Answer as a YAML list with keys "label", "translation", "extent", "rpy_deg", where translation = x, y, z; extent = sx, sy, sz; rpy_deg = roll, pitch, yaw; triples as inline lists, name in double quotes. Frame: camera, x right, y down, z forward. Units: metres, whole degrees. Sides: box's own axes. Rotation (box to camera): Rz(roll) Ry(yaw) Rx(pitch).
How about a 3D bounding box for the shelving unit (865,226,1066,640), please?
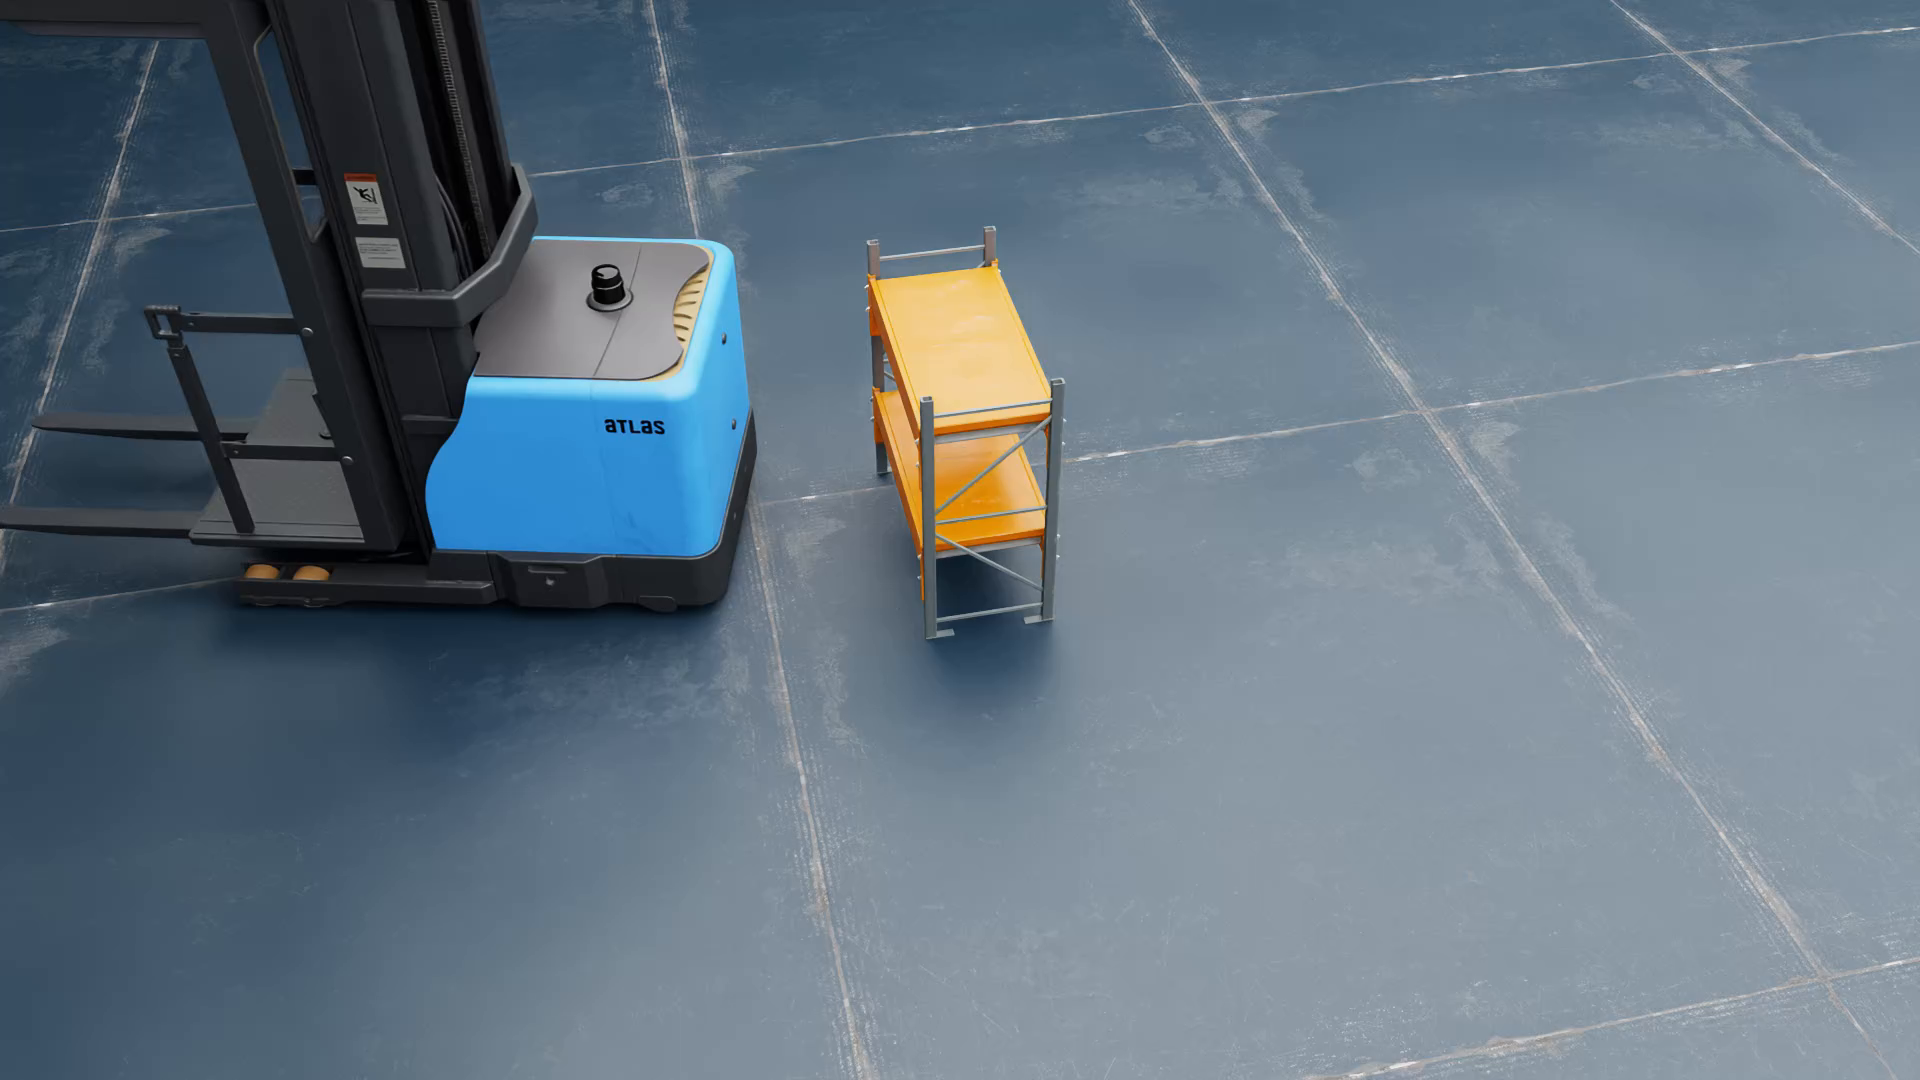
- label: "shelving unit"
  translation: [0.001, -0.416, 6.372]
  extent: [0.538, 1.125, 1.048]
  rpy_deg: [-8, 42, -9]

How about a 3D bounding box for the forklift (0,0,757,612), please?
- label: "forklift"
  translation: [-2.394, -1.183, 5.875]
  extent: [3.031, 2.935, 1.130]
  rpy_deg: [2, 42, 2]

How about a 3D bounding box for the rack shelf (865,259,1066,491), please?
- label: "rack shelf"
  translation: [0.001, -0.635, 6.177]
  extent: [0.538, 0.278, 1.000]
  rpy_deg: [-8, 42, -9]

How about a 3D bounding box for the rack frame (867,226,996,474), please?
- label: "rack frame"
  translation: [-0.108, -0.746, 6.743]
  extent: [0.500, 1.125, 0.032]
  rpy_deg: [-8, 42, -9]

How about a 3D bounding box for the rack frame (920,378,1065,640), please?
- label: "rack frame"
  translation: [0.111, -0.087, 6.000]
  extent: [0.500, 1.125, 0.032]
  rpy_deg: [-8, 42, -9]

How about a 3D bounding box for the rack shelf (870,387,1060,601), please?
- label: "rack shelf"
  translation: [0.001, -0.233, 6.534]
  extent: [0.538, 0.278, 1.000]
  rpy_deg: [-8, 42, -9]
